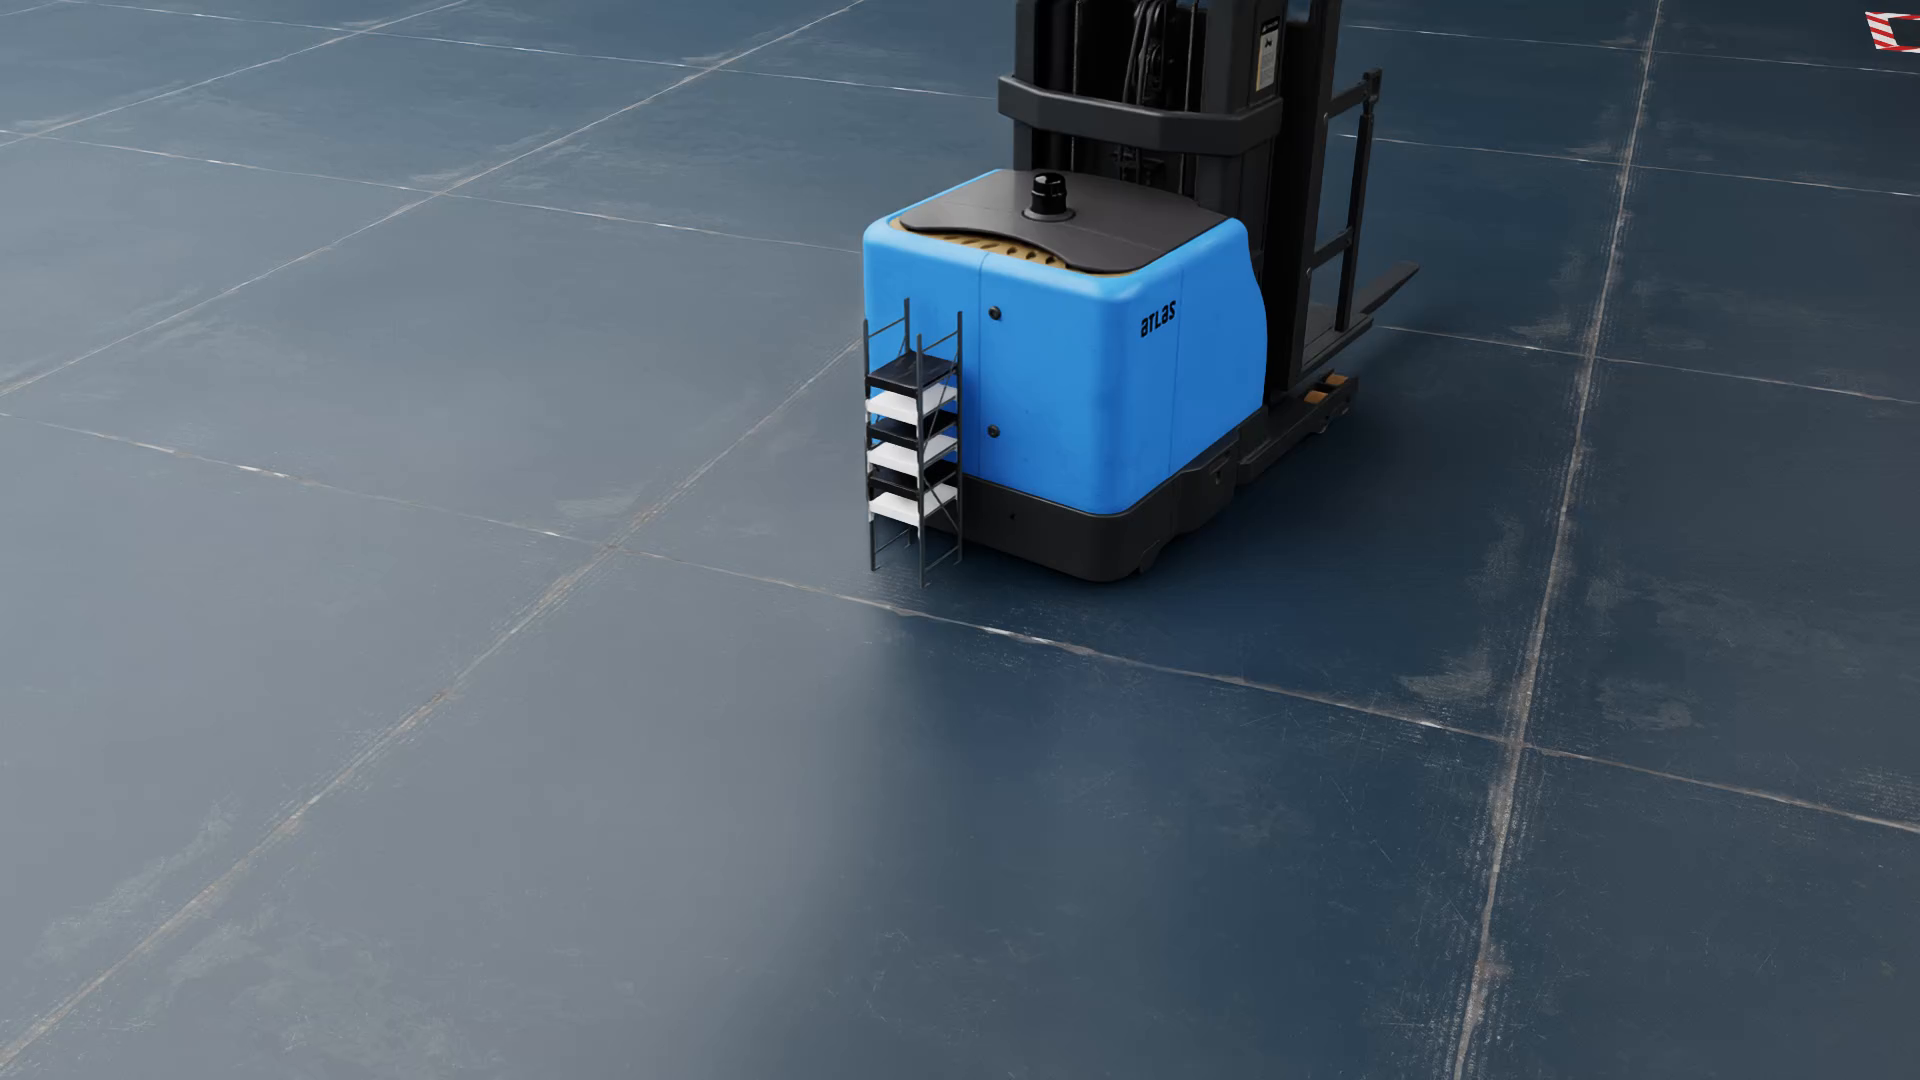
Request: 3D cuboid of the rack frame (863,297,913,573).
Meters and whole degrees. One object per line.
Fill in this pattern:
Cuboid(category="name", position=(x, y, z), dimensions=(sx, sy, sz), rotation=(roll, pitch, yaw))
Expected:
Cuboid(category="rack frame", position=(-0.230, -0.331, 5.421), dimensions=(0.006, 0.900, 0.240), rotation=(18, 34, 29))

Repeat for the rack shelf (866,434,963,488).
Cuboid(category="rack shelf", position=(-0.146, -0.274, 5.388), dimensions=(0.200, 0.077, 0.258), rotation=(18, 34, 29))

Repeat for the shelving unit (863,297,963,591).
Cuboid(category="shelving unit", position=(-0.146, -0.303, 5.372), dimensions=(0.210, 0.900, 0.258), rotation=(18, 34, 29))

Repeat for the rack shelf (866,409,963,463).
Cuboid(category="rack shelf", position=(-0.146, -0.353, 5.344), dimensions=(0.200, 0.077, 0.258), rotation=(18, 34, 29))

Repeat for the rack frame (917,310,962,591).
Cuboid(category="rack frame", position=(-0.062, -0.275, 5.323), dimensions=(0.006, 0.900, 0.240), rotation=(18, 34, 29))

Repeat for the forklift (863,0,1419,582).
Cuboid(category="forklift", position=(0.928, -1.814, 5.980), dimensions=(1.130, 2.935, 3.031), rotation=(19, 35, 30))

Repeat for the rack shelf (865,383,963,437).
Cuboid(category="rack shelf", position=(-0.146, -0.431, 5.300), dimensions=(0.200, 0.077, 0.258), rotation=(18, 34, 29))

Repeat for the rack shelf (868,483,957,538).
Cuboid(category="rack shelf", position=(-0.146, -0.117, 5.477), dimensions=(0.200, 0.077, 0.258), rotation=(18, 34, 29))

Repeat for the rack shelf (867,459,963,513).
Cuboid(category="rack shelf", position=(-0.146, -0.196, 5.433), dimensions=(0.200, 0.077, 0.258), rotation=(18, 34, 29))

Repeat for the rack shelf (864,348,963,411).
Cuboid(category="rack shelf", position=(-0.146, -0.509, 5.255), dimensions=(0.200, 0.077, 0.258), rotation=(18, 34, 29))
